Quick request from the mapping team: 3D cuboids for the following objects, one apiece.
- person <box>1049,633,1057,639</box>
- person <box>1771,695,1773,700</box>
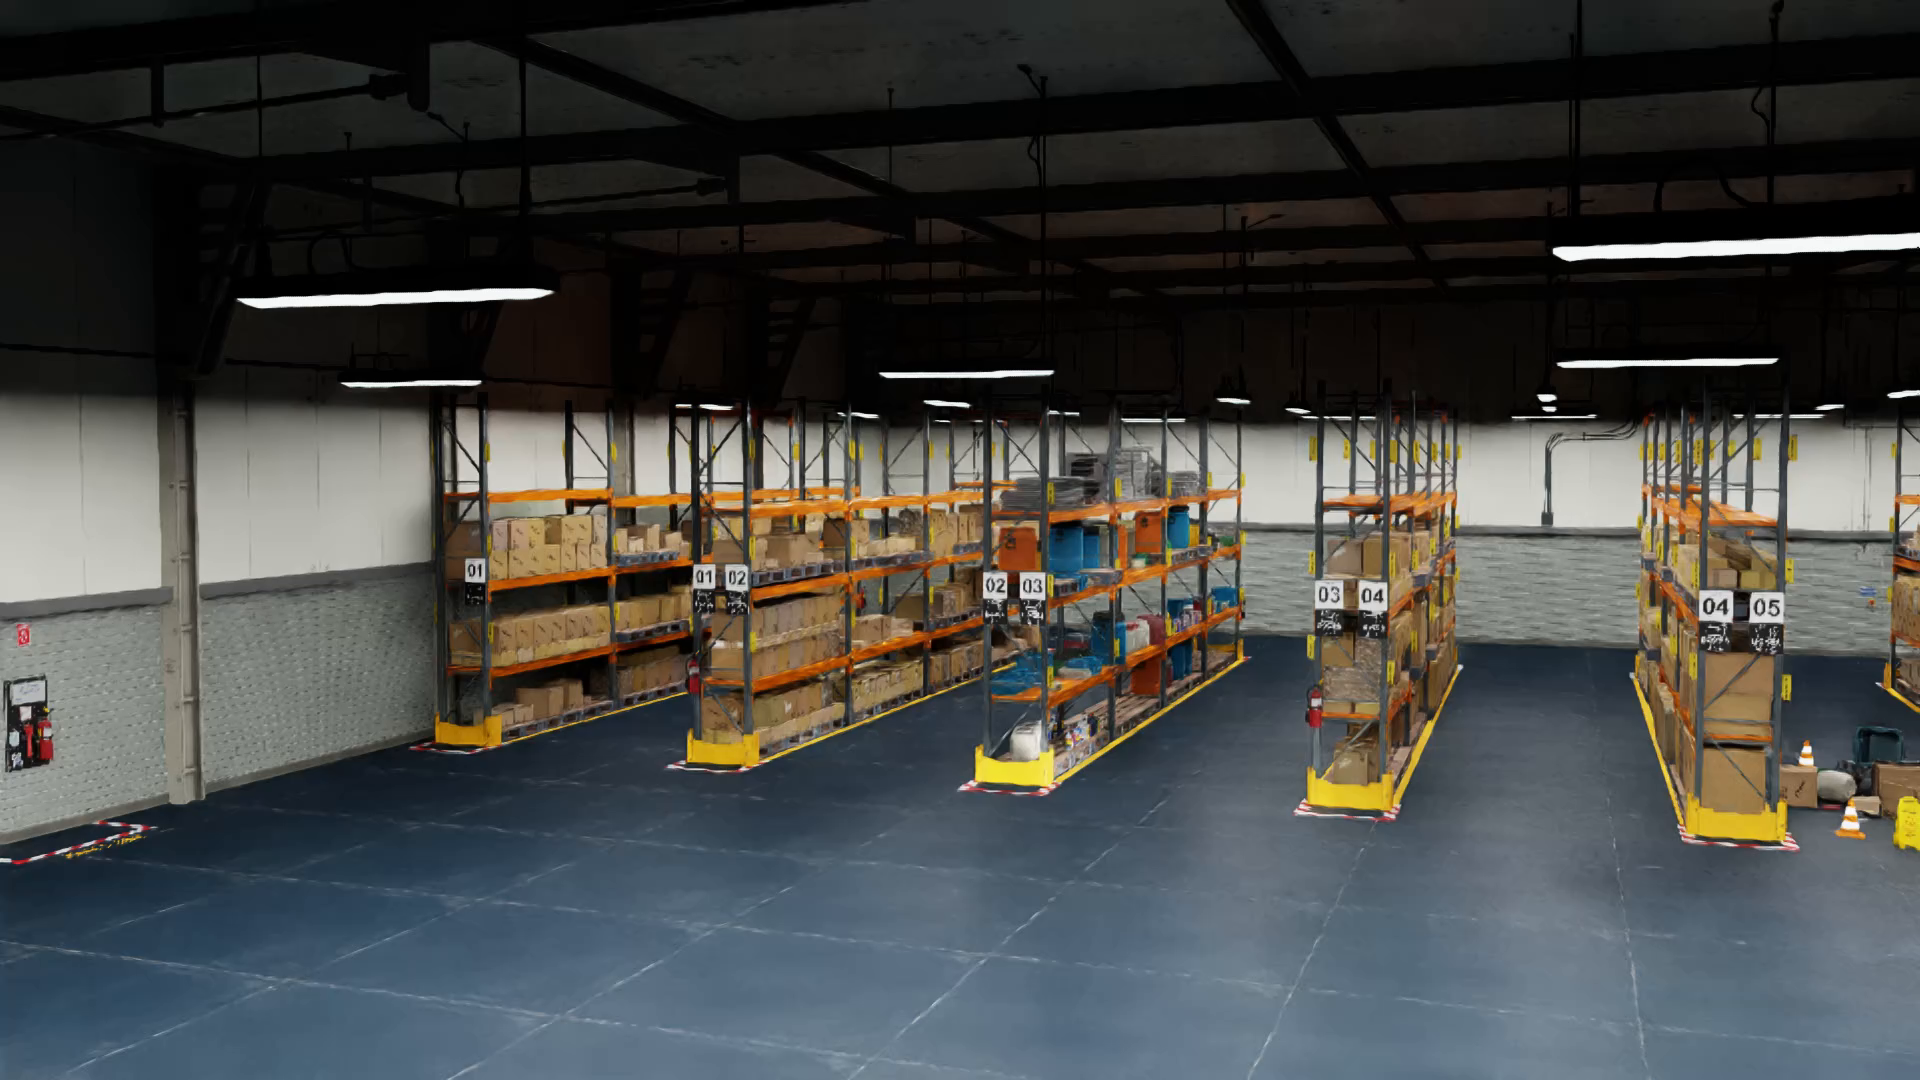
[{"bbox_3d":[2.104,1.776,44.038,0.769,1.741,0.585,-2,4,-33],"label":"person"},{"bbox_3d":[16.282,2.309,33.529,0.665,1.782,0.583,-3,4,-40],"label":"person"}]
